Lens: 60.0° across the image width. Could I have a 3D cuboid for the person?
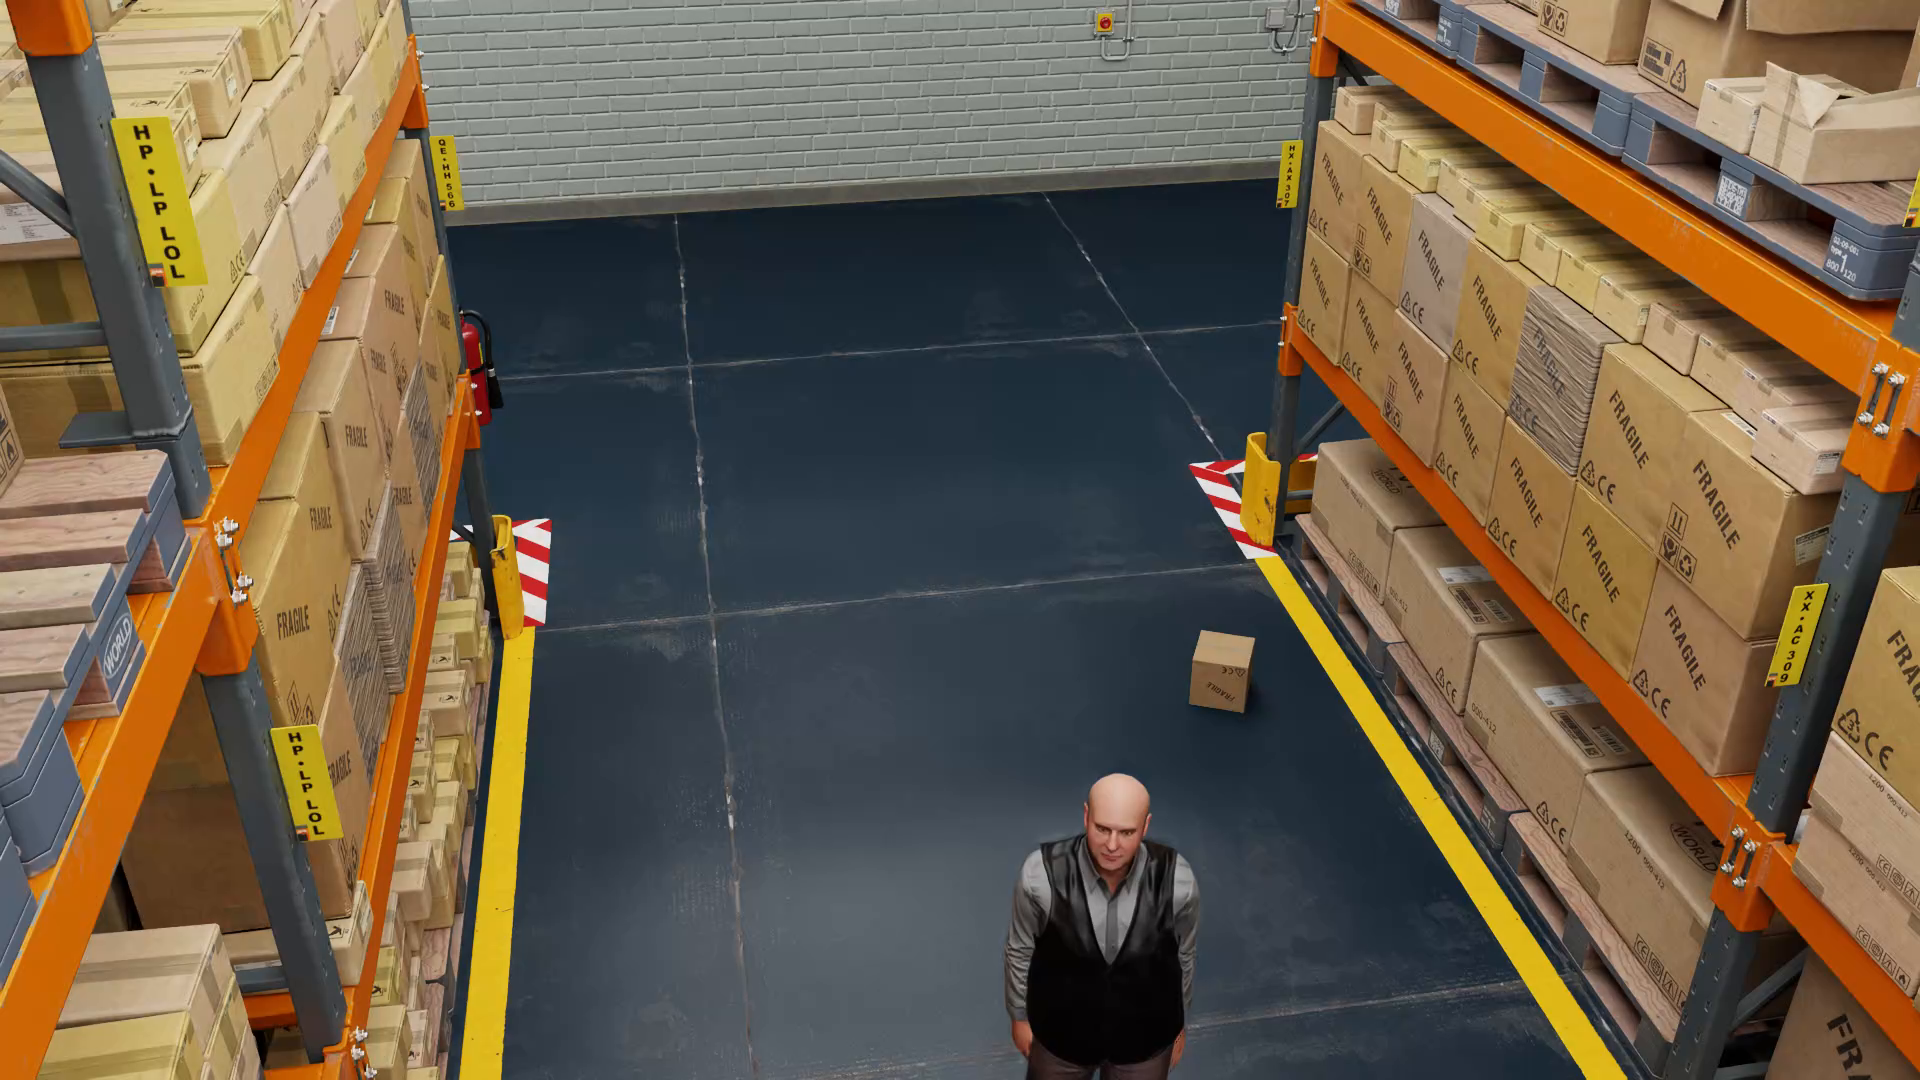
[{"bbox_3d":[0.394,1.378,4.789,0.542,1.703,0.697,1,30,1],"label":"person"}]
